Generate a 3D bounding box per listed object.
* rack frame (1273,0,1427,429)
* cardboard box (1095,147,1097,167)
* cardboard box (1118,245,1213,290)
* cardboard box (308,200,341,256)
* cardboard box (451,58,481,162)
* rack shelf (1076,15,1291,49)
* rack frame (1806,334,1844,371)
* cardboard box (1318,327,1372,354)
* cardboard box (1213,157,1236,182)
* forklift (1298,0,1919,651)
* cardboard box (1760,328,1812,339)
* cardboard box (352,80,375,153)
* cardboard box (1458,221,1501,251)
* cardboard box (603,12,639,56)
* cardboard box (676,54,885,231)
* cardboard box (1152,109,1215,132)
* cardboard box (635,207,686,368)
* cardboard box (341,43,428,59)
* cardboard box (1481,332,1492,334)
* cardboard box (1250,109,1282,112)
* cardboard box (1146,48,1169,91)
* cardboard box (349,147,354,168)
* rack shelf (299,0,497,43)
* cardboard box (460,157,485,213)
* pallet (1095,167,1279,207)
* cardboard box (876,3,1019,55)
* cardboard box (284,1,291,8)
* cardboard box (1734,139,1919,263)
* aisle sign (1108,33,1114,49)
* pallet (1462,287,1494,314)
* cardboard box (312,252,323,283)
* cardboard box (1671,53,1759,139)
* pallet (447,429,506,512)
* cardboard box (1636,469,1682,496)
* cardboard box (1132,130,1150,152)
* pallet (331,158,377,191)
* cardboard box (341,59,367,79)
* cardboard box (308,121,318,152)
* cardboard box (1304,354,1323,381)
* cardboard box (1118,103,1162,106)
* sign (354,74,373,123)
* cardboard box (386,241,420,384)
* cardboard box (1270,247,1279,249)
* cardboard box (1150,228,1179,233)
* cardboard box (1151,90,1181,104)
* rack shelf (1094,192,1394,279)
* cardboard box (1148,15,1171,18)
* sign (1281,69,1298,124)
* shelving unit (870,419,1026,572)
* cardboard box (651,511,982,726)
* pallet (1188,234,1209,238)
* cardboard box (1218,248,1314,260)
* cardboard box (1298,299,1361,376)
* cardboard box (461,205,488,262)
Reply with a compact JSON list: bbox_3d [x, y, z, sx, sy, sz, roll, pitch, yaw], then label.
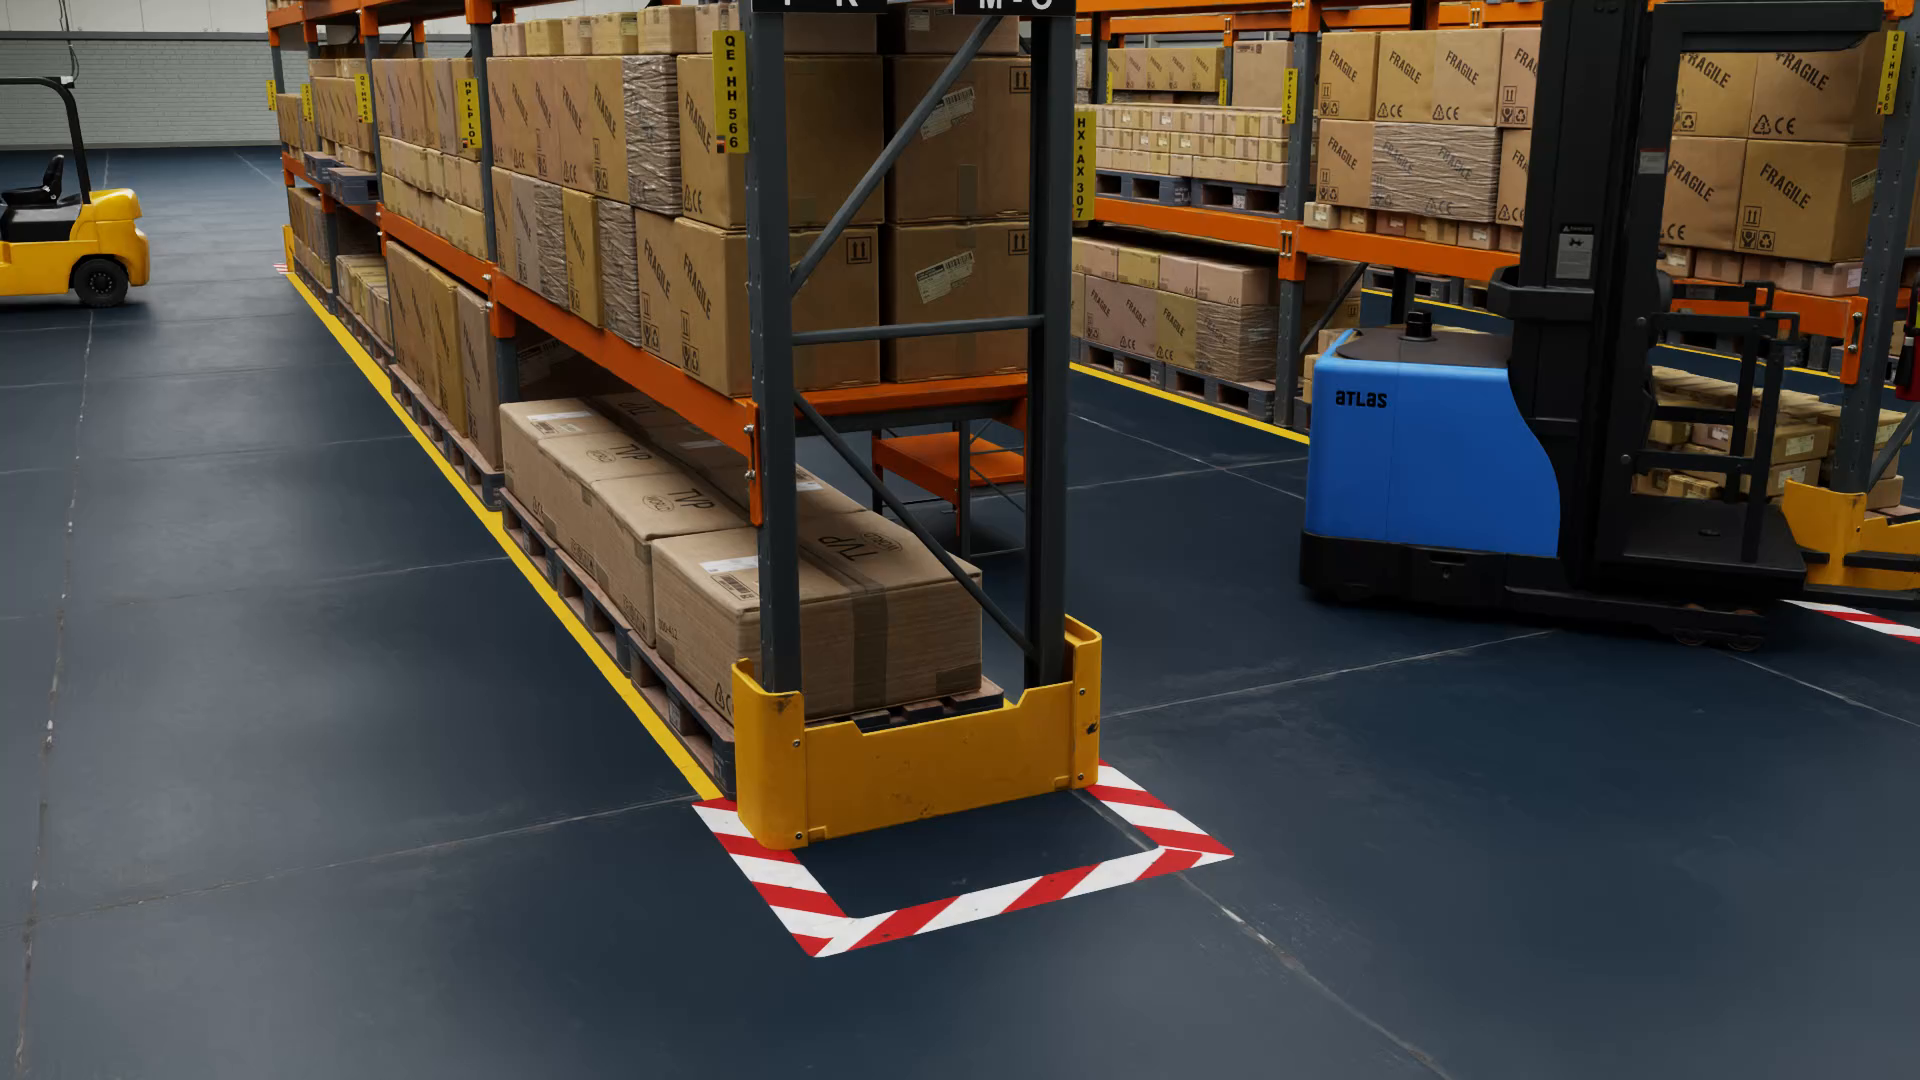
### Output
[{"bbox_3d":[2.520,-2.236,10.604,1.000,3.000,0.127,-8,18,-25],"label":"rack frame"},{"bbox_3d":[1.138,-2.973,12.868,0.380,0.149,0.250,-7,17,-22],"label":"cardboard box"},{"bbox_3d":[1.509,-2.009,12.225,0.500,0.250,0.500,-9,18,-27],"label":"cardboard box"},{"bbox_3d":[-6.115,-3.077,16.400,0.500,0.500,0.500,-7,18,-24],"label":"cardboard box"},{"bbox_3d":[-2.306,-2.222,8.561,0.500,0.500,0.500,-7,17,-23],"label":"cardboard box"},{"bbox_3d":[2.642,-6.386,20.931,1.077,0.370,4.000,-8,18,-25],"label":"rack shelf"},{"bbox_3d":[7.023,-2.810,12.605,1.000,3.000,0.127,-8,18,-25],"label":"rack frame"},{"bbox_3d":[2.485,-1.243,10.472,0.380,0.149,0.250,-7,17,-23],"label":"cardboard box"},{"bbox_3d":[1.947,-2.518,11.281,0.380,0.149,0.250,-8,18,-25],"label":"cardboard box"},{"bbox_3d":[3.067,-1.127,6.863,3.031,2.935,1.130,6,17,19],"label":"forklift"},{"bbox_3d":[6.725,-2.147,13.385,1.225,0.875,0.875,-8,18,-25],"label":"cardboard box"},{"bbox_3d":[-4.086,-3.076,12.051,0.500,0.500,0.500,-8,18,-26],"label":"cardboard box"},{"bbox_3d":[2.971,-1.685,9.139,0.380,0.149,0.250,-7,17,-22],"label":"cardboard box"},{"bbox_3d":[-1.078,-1.836,6.040,0.380,0.149,0.250,-7,18,-24],"label":"cardboard box"},{"bbox_3d":[-0.558,-1.240,5.141,0.500,0.500,0.500,-7,17,-23],"label":"cardboard box"},{"bbox_3d":[1.599,-3.002,11.890,0.380,0.149,0.250,-9,18,-27],"label":"cardboard box"},{"bbox_3d":[-0.788,-0.883,5.708,0.500,0.500,0.500,-8,18,-26],"label":"cardboard box"},{"bbox_3d":[-5.388,-4.403,15.623,0.700,0.500,0.500,-8,18,-25],"label":"cardboard box"},{"bbox_3d":[3.173,-1.177,10.243,0.380,0.149,0.250,-8,18,-25],"label":"cardboard box"},{"bbox_3d":[2.304,-3.014,11.931,0.380,0.149,0.250,-8,18,-25],"label":"cardboard box"},{"bbox_3d":[2.636,-5.792,20.462,0.500,0.500,0.500,-8,18,-25],"label":"cardboard box"},{"bbox_3d":[-4.429,-2.917,12.670,0.380,0.149,0.250,-9,18,-28],"label":"cardboard box"},{"bbox_3d":[-4.514,-4.196,13.302,1.077,0.370,4.000,-8,18,-25],"label":"rack shelf"},{"bbox_3d":[-2.297,-1.861,8.663,0.500,0.250,0.500,-8,18,-25],"label":"cardboard box"},{"bbox_3d":[1.672,-2.650,12.393,1.003,0.211,1.213,-8,18,-25],"label":"pallet"},{"bbox_3d":[-0.039,-1.583,5.158,0.380,0.149,0.250,-7,18,-24],"label":"cardboard box"},{"bbox_3d":[-6.567,-5.407,16.673,0.380,0.149,0.250,-8,18,-26],"label":"cardboard box"},{"bbox_3d":[3.845,-1.515,7.373,0.500,0.500,0.500,-7,18,-24],"label":"cardboard box"},{"bbox_3d":[2.009,-7.087,22.795,0.394,0.787,0.004,-8,18,-25],"label":"aisle sign"},{"bbox_3d":[5.549,-2.257,15.733,1.003,0.211,1.213,-8,18,-25],"label":"pallet"},{"bbox_3d":[-6.133,-2.721,16.520,0.500,0.250,0.500,-8,18,-26],"label":"cardboard box"},{"bbox_3d":[3.627,-2.125,7.684,0.500,0.500,0.500,-8,18,-27],"label":"cardboard box"},{"bbox_3d":[-2.291,-0.455,9.452,1.003,0.211,1.213,-8,18,-25],"label":"pallet"},{"bbox_3d":[3.613,-0.308,8.294,0.380,0.149,0.250,-8,18,-25],"label":"cardboard box"},{"bbox_3d":[1.487,-2.922,12.150,0.380,0.149,0.250,-7,17,-23],"label":"cardboard box"},{"bbox_3d":[-4.541,-2.998,13.608,1.003,0.211,1.213,-8,18,-25],"label":"pallet"},{"bbox_3d":[-4.608,-3.681,12.981,0.380,0.149,0.250,-9,18,-28],"label":"cardboard box"},{"bbox_3d":[-5.808,-3.867,15.569,0.500,0.500,0.500,-8,18,-26],"label":"cardboard box"},{"bbox_3d":[2.392,-1.082,10.450,0.380,0.149,0.250,-7,17,-22],"label":"cardboard box"},{"bbox_3d":[1.503,-3.466,13.506,0.380,0.149,0.250,-8,18,-26],"label":"cardboard box"},{"bbox_3d":[-4.121,-3.055,11.503,0.100,0.325,0.005,-8,18,-25],"label":"sign"},{"bbox_3d":[-3.409,-1.604,11.492,0.875,0.875,0.875,-8,18,-25],"label":"cardboard box"},{"bbox_3d":[3.960,-3.528,18.842,0.700,0.500,0.500,-8,18,-25],"label":"cardboard box"},{"bbox_3d":[2.779,-4.184,21.162,0.500,0.500,0.500,-9,19,-30],"label":"cardboard box"},{"bbox_3d":[2.880,-5.344,20.714,0.875,0.500,0.500,-8,18,-25],"label":"cardboard box"},{"bbox_3d":[1.644,-2.386,12.431,1.077,0.370,4.000,-8,18,-25],"label":"rack shelf"},{"bbox_3d":[2.637,-6.502,20.302,0.500,0.250,0.500,-8,18,-25],"label":"cardboard box"},{"bbox_3d":[2.023,-2.724,10.207,0.100,0.325,0.005,-8,18,-25],"label":"sign"},{"bbox_3d":[0.003,-0.539,8.090,0.538,1.125,1.048,-8,18,-25],"label":"shelving unit"},{"bbox_3d":[-0.512,0.257,5.800,0.875,0.438,0.875,-8,18,-27],"label":"cardboard box"},{"bbox_3d":[3.193,-3.616,20.468,1.003,0.211,1.213,-8,18,-25],"label":"pallet"},{"bbox_3d":[2.199,-1.944,11.996,0.500,0.250,0.500,-7,17,-23],"label":"cardboard box"},{"bbox_3d":[2.435,-1.451,11.641,0.500,0.500,0.500,-7,17,-23],"label":"cardboard box"},{"bbox_3d":[-2.308,-1.621,8.734,0.500,0.250,0.500,-8,18,-26],"label":"cardboard box"}]
